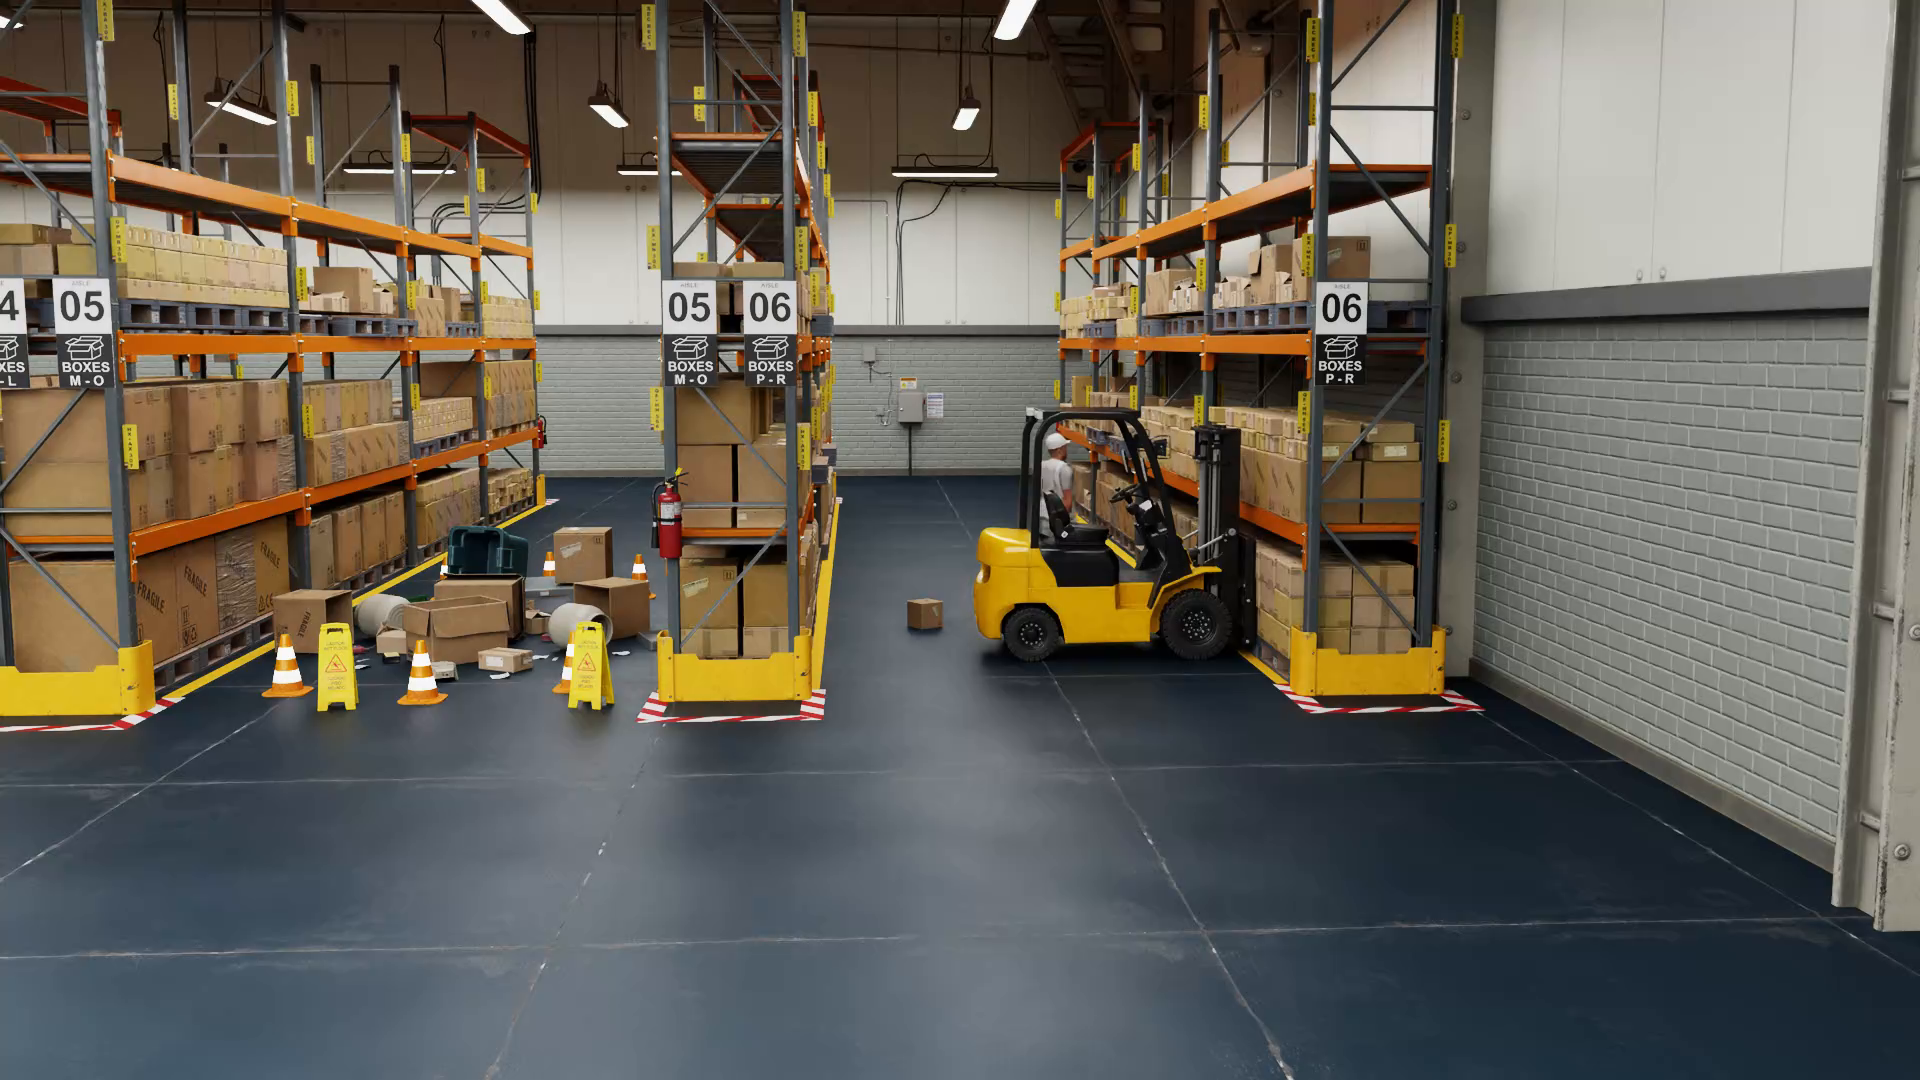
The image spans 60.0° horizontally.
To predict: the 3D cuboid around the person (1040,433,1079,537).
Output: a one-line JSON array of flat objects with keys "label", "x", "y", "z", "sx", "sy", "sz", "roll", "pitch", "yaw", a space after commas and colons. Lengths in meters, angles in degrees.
[{"label": "person", "x": 1.040, "y": -0.186, "z": 17.214, "sx": 0.469, "sy": 1.842, "sz": 0.542, "roll": -6, "pitch": 9, "yaw": -43}]
